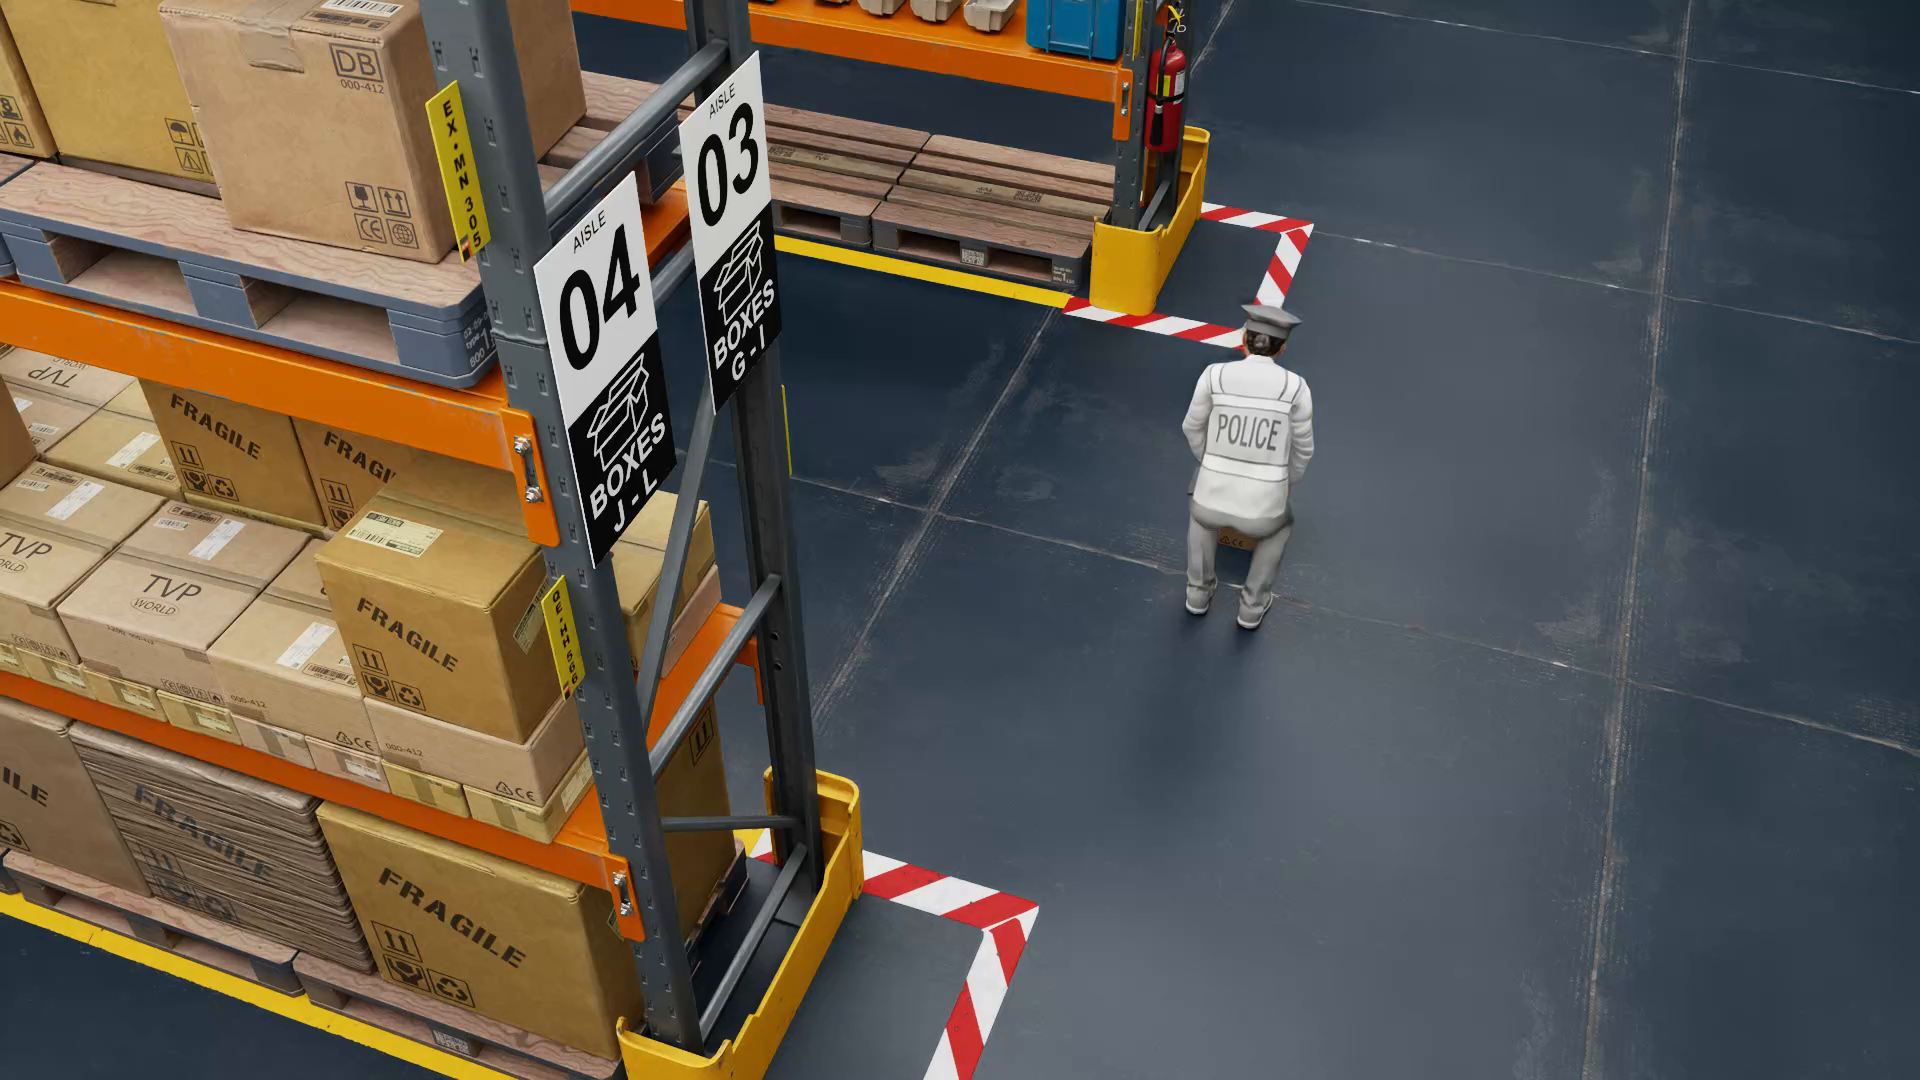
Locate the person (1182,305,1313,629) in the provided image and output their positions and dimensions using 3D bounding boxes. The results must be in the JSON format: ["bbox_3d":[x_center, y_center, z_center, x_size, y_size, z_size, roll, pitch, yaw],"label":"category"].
[{"bbox_3d":[1.135,-0.278,6.735,0.534,1.320,0.739,14,44,15],"label":"person"}]
